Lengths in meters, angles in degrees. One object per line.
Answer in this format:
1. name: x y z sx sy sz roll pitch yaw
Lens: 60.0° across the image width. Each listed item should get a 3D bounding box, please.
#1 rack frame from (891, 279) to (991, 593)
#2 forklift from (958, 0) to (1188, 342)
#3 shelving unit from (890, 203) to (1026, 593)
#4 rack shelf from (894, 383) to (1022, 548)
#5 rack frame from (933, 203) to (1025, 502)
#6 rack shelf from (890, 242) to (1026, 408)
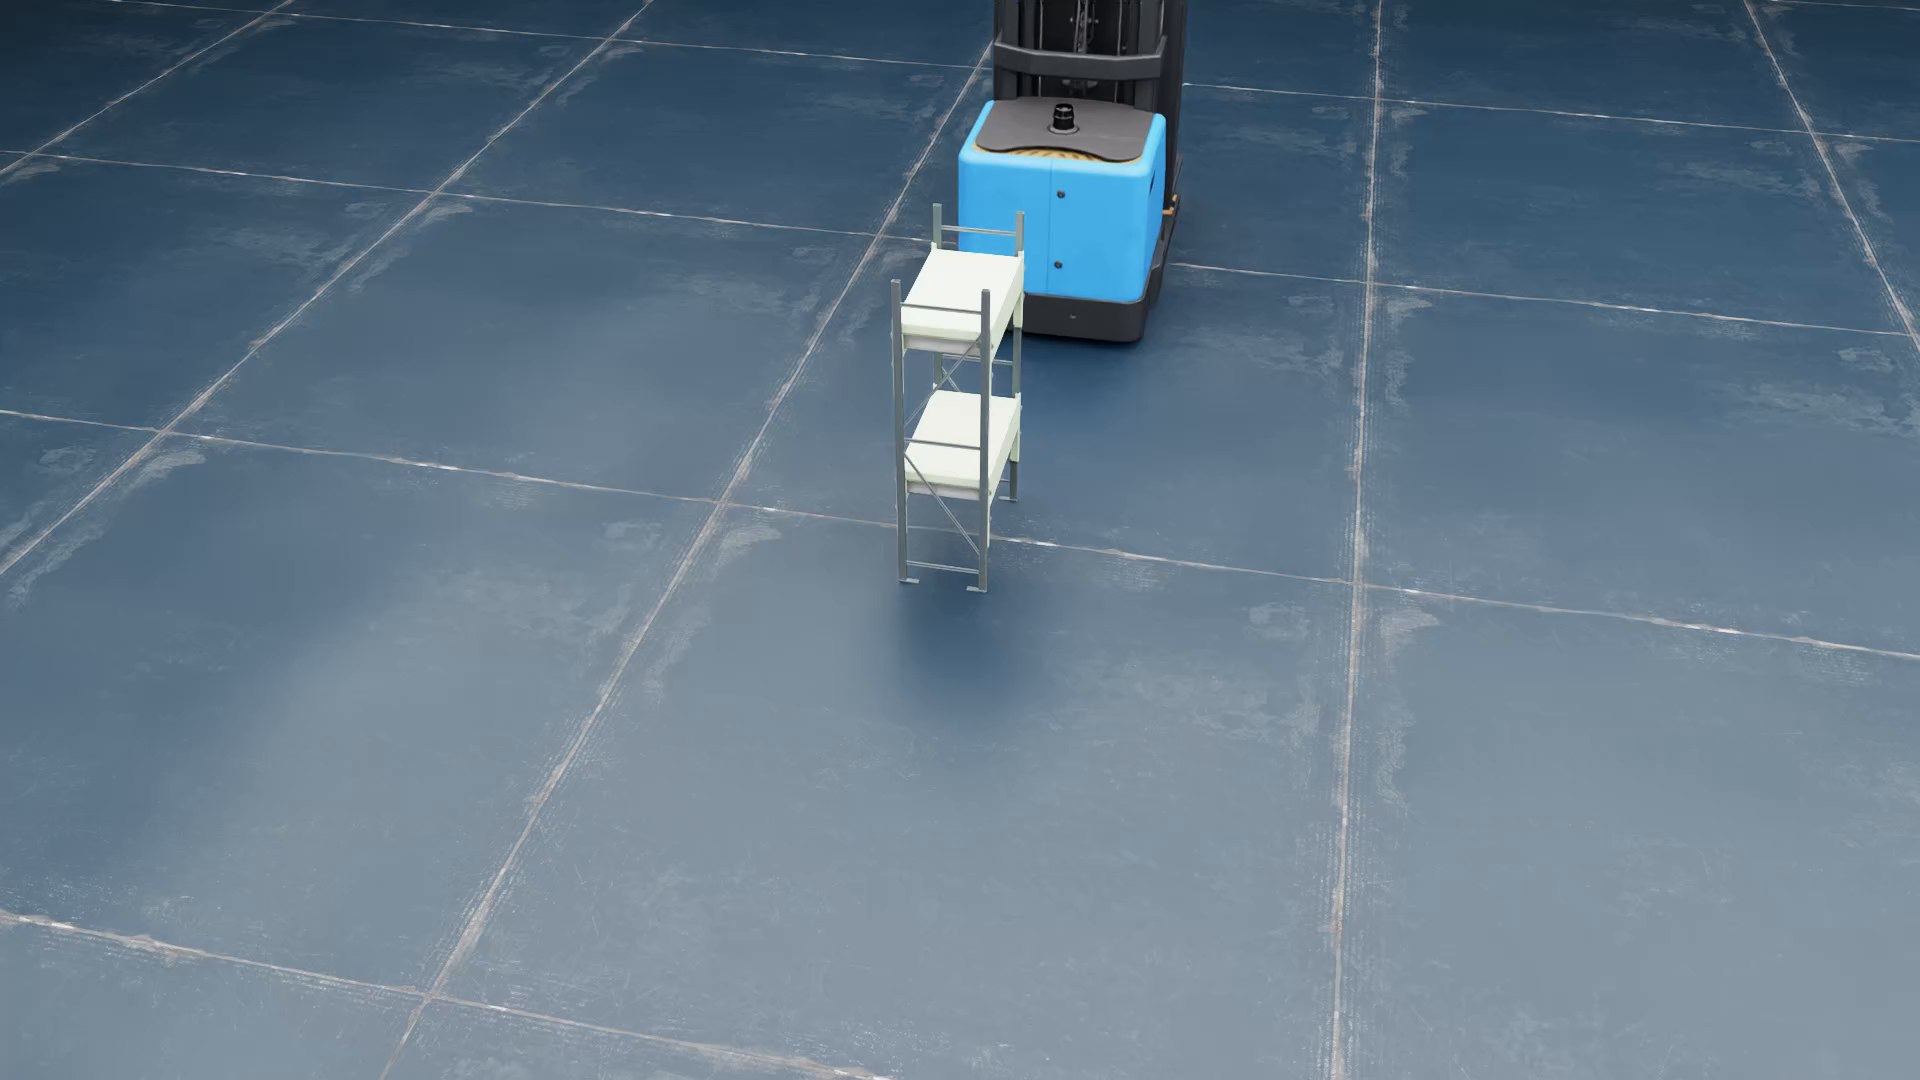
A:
1. rack frame: -0.077 -0.401 7.026 0.400 1.500 0.023 7 37 10
2. forklift: 0.785 -3.136 9.580 1.130 2.935 3.031 7 37 10
3. shelving unit: 0.001 -0.611 7.315 0.431 1.500 0.755 7 37 10
4. rack shelf: 0.001 -0.347 7.506 0.431 0.370 0.720 7 37 10
5. rack frame: 0.080 -0.821 7.605 0.400 1.500 0.023 7 37 10
6. rack shelf: 0.001 -0.927 7.086 0.431 0.370 0.720 7 37 10
